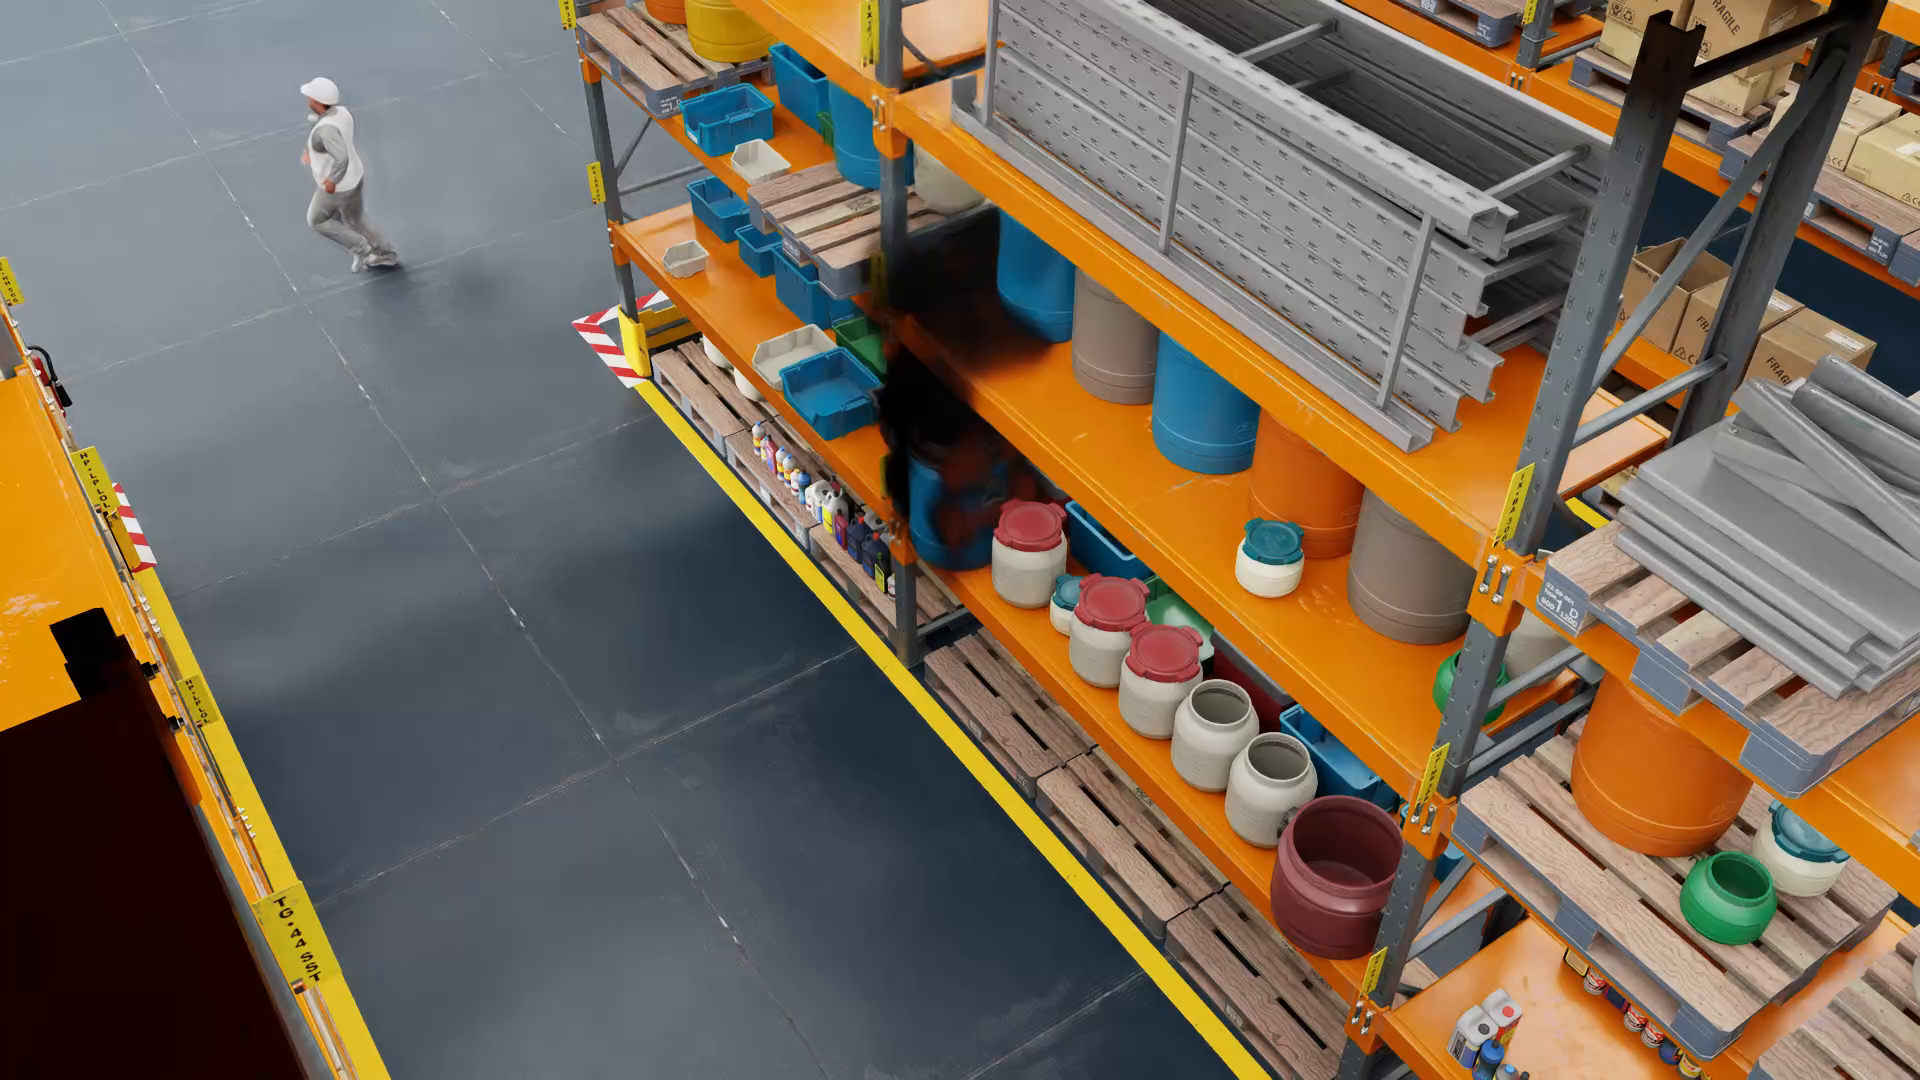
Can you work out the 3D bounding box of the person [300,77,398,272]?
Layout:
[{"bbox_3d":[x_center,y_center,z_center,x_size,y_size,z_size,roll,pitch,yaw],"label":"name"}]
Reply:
[{"bbox_3d":[-5.138,-2.984,13.713,0.618,1.734,0.669,2,43,2],"label":"person"}]
